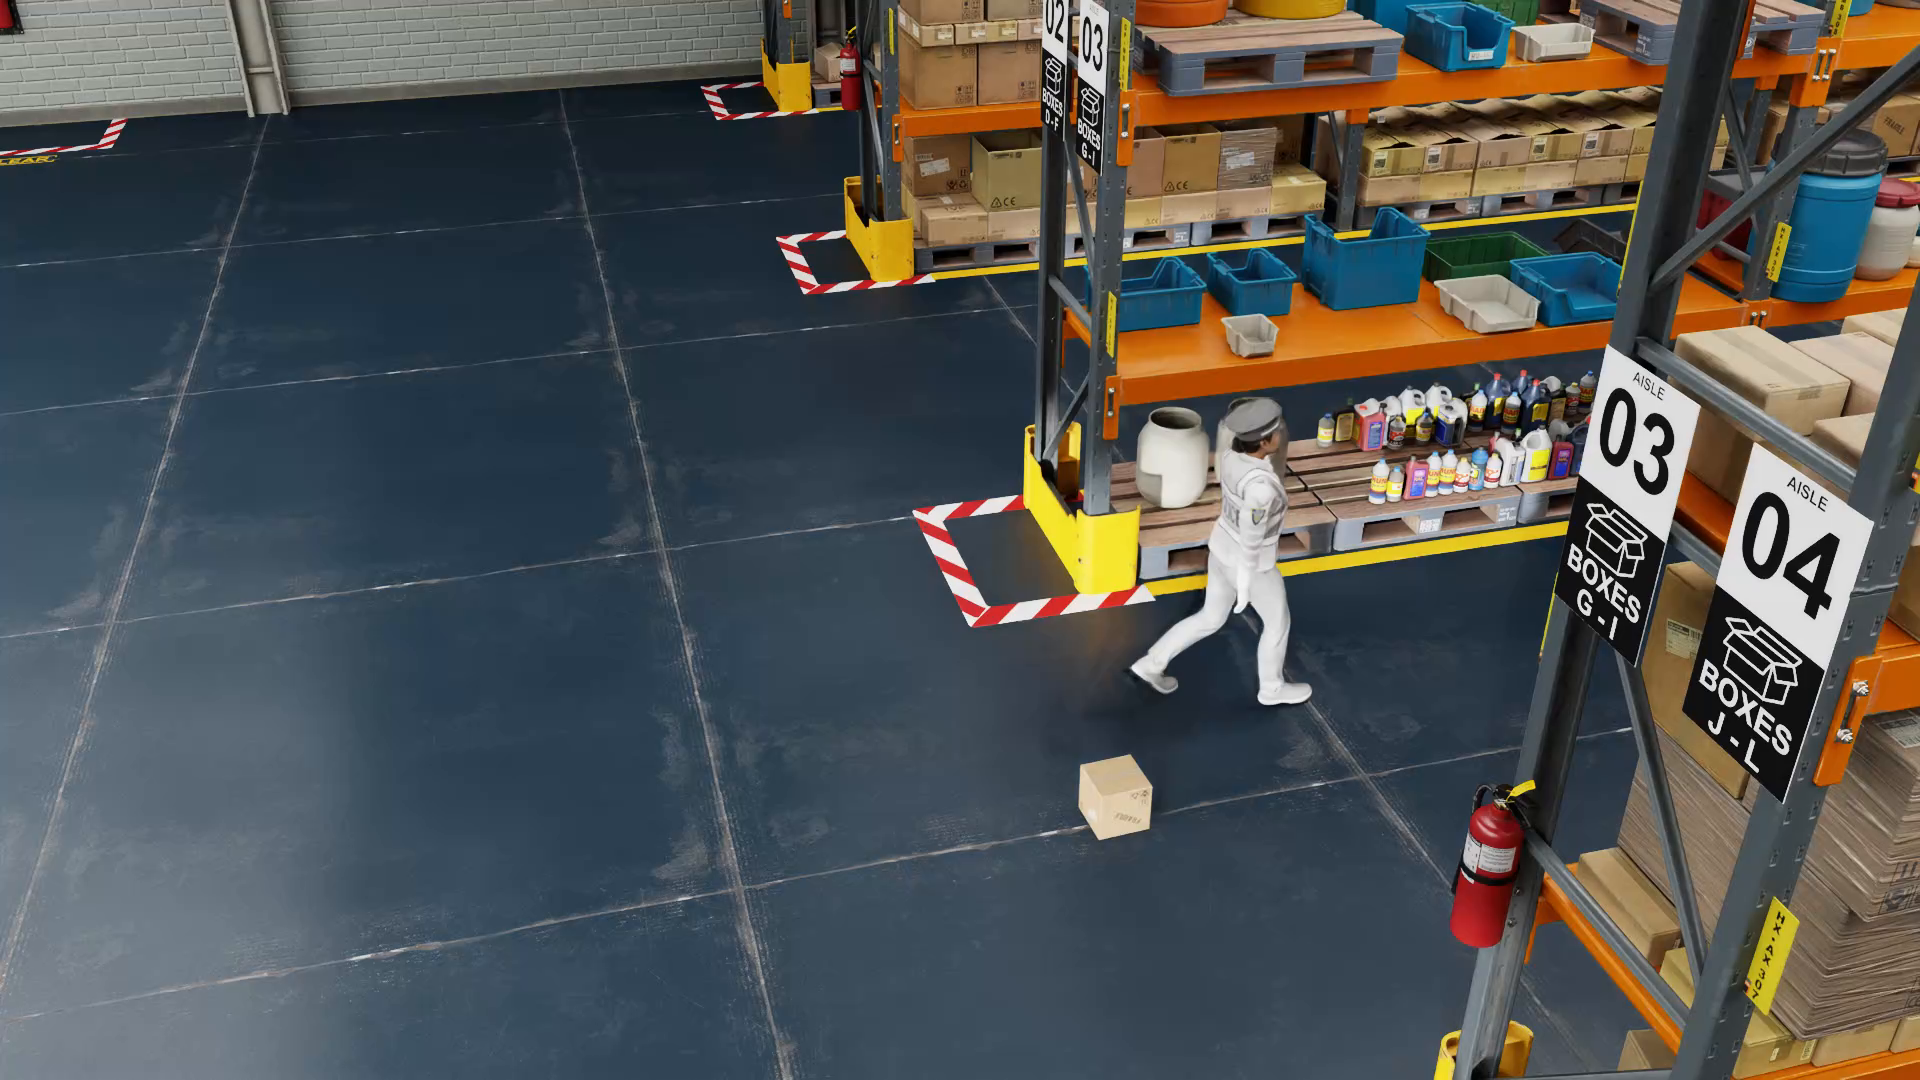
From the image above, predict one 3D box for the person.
[{"bbox_3d":[1.316,0.087,8.044,0.916,1.646,0.484,-9,32,-15],"label":"person"}]
